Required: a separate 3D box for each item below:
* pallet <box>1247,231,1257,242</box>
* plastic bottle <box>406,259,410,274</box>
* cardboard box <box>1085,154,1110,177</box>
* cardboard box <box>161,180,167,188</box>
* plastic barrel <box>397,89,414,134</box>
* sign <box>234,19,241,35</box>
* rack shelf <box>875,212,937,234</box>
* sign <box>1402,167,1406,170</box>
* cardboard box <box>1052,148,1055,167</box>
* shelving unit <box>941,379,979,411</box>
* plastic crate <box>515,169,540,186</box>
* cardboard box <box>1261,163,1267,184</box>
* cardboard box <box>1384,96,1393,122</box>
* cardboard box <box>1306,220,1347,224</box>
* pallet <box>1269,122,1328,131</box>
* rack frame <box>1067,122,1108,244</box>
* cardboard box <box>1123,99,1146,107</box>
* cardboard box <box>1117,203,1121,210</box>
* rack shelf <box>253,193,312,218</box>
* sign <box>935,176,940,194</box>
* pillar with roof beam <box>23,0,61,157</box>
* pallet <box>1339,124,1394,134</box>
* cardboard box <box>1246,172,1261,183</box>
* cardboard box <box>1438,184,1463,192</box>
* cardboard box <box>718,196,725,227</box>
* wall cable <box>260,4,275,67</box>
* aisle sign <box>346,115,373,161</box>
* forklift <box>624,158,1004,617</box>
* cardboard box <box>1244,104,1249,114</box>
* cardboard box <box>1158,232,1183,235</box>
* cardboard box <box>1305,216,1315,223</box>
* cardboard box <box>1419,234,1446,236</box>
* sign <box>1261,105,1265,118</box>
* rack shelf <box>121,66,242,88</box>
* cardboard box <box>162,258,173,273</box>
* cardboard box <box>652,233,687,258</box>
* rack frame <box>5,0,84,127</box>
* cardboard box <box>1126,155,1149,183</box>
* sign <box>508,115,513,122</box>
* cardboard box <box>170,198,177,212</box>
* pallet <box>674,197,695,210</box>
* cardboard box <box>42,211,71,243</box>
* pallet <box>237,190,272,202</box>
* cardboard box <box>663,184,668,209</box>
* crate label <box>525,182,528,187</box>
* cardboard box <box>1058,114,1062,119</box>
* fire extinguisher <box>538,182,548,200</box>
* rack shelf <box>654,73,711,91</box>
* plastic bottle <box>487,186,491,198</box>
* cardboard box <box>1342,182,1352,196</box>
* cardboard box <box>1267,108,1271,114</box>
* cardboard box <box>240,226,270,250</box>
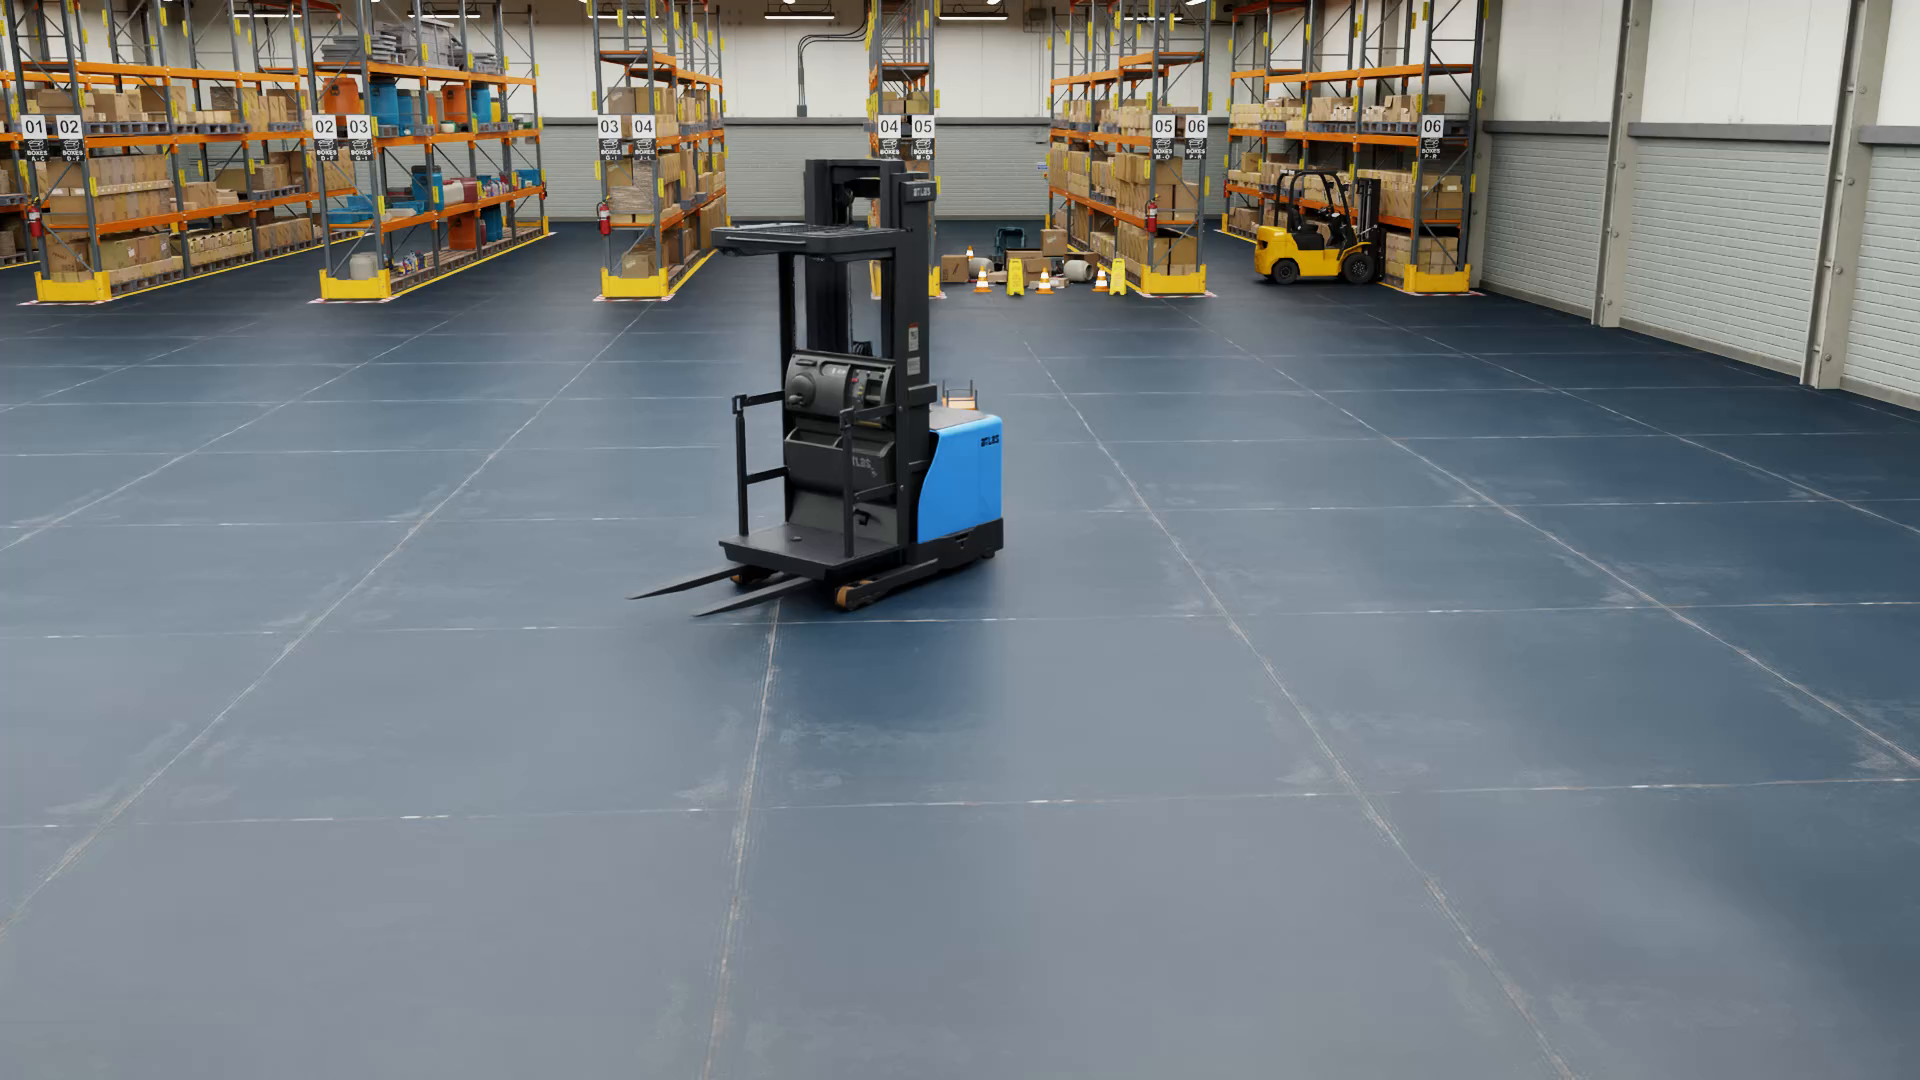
[{"bbox_3d":[8.140,-7.937,43.449,1.003,0.211,1.213,-1,14,-3],"label":"pallet"},{"bbox_3d":[-10.692,-5.282,32.130,0.097,0.271,0.097,0,14,0],"label":"plastic bottle"},{"bbox_3d":[3.183,-8.701,38.617,0.500,0.500,0.500,-1,14,-5],"label":"cardboard box"},{"bbox_3d":[-15.811,-6.981,32.636,0.380,0.149,0.250,-1,14,-5],"label":"cardboard box"},{"bbox_3d":[-11.359,-8.638,33.554,0.600,0.901,0.708,-1,14,-3],"label":"plastic barrel"},{"bbox_3d":[-15.749,-11.183,36.238,0.100,0.325,0.005,-1,14,-3],"label":"sign"},{"bbox_3d":[-1.087,-6.102,32.166,1.077,0.370,4.000,-1,14,-3],"label":"rack shelf"},{"bbox_3d":[9.231,-7.593,34.622,0.100,0.325,0.005,-1,14,-3],"label":"sign"},{"bbox_3d":[2.764,-10.314,44.886,0.500,0.500,0.500,-1,14,-5],"label":"cardboard box"},{"bbox_3d":[-0.004,-0.625,13.047,0.258,1.200,0.503,-1,14,-4],"label":"shelving unit"},{"bbox_3d":[-11.647,-9.770,44.787,0.616,0.435,0.499,-1,14,-3],"label":"plastic crate"},{"bbox_3d":[7.989,-9.244,41.892,0.700,0.500,0.500,-1,14,-2],"label":"cardboard box"},{"bbox_3d":[8.693,-8.395,32.365,0.797,0.503,0.637,0,14,-2],"label":"cardboard box"},{"bbox_3d":[8.455,-7.020,38.212,0.875,0.625,0.625,0,14,-2],"label":"cardboard box"},{"bbox_3d":[8.219,-10.057,40.451,1.213,0.211,1.003,-1,14,-3],"label":"pallet"},{"bbox_3d":[3.228,-9.039,42.137,1.000,3.000,0.127,-1,14,-3],"label":"rack frame"},{"bbox_3d":[3.560,-9.017,34.487,0.500,0.250,0.500,-1,14,-2],"label":"cardboard box"},{"bbox_3d":[3.423,-6.844,34.111,0.380,0.149,0.250,-1,14,-4],"label":"cardboard box"},{"bbox_3d":[-16.427,-7.888,39.108,1.077,0.370,4.000,-1,14,-3],"label":"rack shelf"},{"bbox_3d":[-0.409,-6.417,30.053,0.100,0.325,0.005,-1,14,-3],"label":"sign"},{"bbox_3d":[-18.105,-11.789,40.786,9.100,9.000,0.400,-1,14,-3],"label":"pillar with roof beam"},{"bbox_3d":[8.610,-8.706,35.207,0.805,0.209,1.217,-1,15,-6],"label":"pallet"},{"bbox_3d":[7.843,-9.559,43.864,0.500,0.250,0.500,-1,14,-4],"label":"cardboard box"},{"bbox_3d":[9.163,-6.583,31.089,0.380,0.149,0.250,-1,14,-5],"label":"cardboard box"},{"bbox_3d":[-6.735,-8.671,44.127,0.875,0.875,0.875,-1,14,-3],"label":"cardboard box"},{"bbox_3d":[-19.036,-14.953,49.178,3.097,2.526,0.112,-1,14,-3],"label":"wall cable"},{"bbox_3d":[-10.566,-7.071,29.270,0.394,0.787,0.004,-1,14,-3],"label":"aisle sign"},{"bbox_3d":[-0.971,-1.083,11.352,1.130,2.935,3.031,11,18,36],"label":"forklift"},{"bbox_3d":[7.810,-11.385,43.936,0.500,0.250,0.500,0,14,-2],"label":"cardboard box"},{"bbox_3d":[4.136,-5.755,32.544,0.500,0.500,0.500,-1,14,-2],"label":"cardboard box"},{"bbox_3d":[8.146,-7.547,39.212,0.380,0.149,0.250,-2,15,-6],"label":"cardboard box"},{"bbox_3d":[9.050,-5.735,31.963,0.500,0.250,0.500,-1,14,-3],"label":"cardboard box"},{"bbox_3d":[7.641,-10.809,41.960,0.100,0.325,0.005,-1,14,-3],"label":"sign"},{"bbox_3d":[-16.179,-9.605,34.544,1.077,0.370,4.000,-1,14,-3],"label":"rack shelf"},{"bbox_3d":[-15.787,-5.379,32.590,0.500,0.250,0.500,-1,14,-3],"label":"cardboard box"},{"bbox_3d":[-6.230,-6.310,35.664,0.700,0.500,0.500,-2,15,-8],"label":"cardboard box"},{"bbox_3d":[-15.807,-8.655,28.605,1.000,3.000,0.127,-1,14,-3],"label":"rack frame"},{"bbox_3d":[3.564,-7.106,31.820,0.700,0.500,0.500,-1,14,-4],"label":"cardboard box"},{"bbox_3d":[-11.057,-10.274,40.901,0.100,0.325,0.005,-1,14,-3],"label":"sign"},{"bbox_3d":[-16.129,-6.793,33.710,0.500,0.250,0.500,0,14,0],"label":"cardboard box"},{"bbox_3d":[-6.070,-6.996,34.581,1.003,0.211,1.213,-1,14,-3],"label":"pallet"},{"bbox_3d":[-21.209,-7.227,38.565,0.750,0.750,0.750,-1,14,-4],"label":"cardboard box"},{"bbox_3d":[-16.415,-7.814,37.760,1.213,0.211,1.003,-1,14,-3],"label":"pallet"},{"bbox_3d":[-6.084,-6.603,31.873,0.875,0.500,0.500,-1,14,-3],"label":"cardboard box"},{"bbox_3d":[-11.578,-9.364,43.810,0.396,0.136,0.243,-1,14,-3],"label":"crate label"},{"bbox_3d":[2.818,-11.342,44.530,0.380,0.149,0.250,0,14,-1],"label":"cardboard box"},{"bbox_3d":[-11.410,-9.631,45.340,0.296,0.674,0.183,-1,14,-3],"label":"fire extinguisher"},{"bbox_3d":[-6.539,-10.752,39.001,1.077,0.370,4.000,-1,14,-3],"label":"rack shelf"},{"bbox_3d":[-11.149,-8.212,39.172,0.152,0.276,0.135,-1,14,-3],"label":"plastic bottle"},{"bbox_3d":[8.392,-7.414,35.121,0.500,0.250,0.500,-1,14,-5],"label":"cardboard box"},{"bbox_3d":[7.824,-10.633,41.177,0.380,0.149,0.250,-1,14,-4],"label":"cardboard box"},{"bbox_3d":[-16.046,-6.859,37.799,0.500,0.500,0.500,0,14,-1],"label":"cardboard box"}]
